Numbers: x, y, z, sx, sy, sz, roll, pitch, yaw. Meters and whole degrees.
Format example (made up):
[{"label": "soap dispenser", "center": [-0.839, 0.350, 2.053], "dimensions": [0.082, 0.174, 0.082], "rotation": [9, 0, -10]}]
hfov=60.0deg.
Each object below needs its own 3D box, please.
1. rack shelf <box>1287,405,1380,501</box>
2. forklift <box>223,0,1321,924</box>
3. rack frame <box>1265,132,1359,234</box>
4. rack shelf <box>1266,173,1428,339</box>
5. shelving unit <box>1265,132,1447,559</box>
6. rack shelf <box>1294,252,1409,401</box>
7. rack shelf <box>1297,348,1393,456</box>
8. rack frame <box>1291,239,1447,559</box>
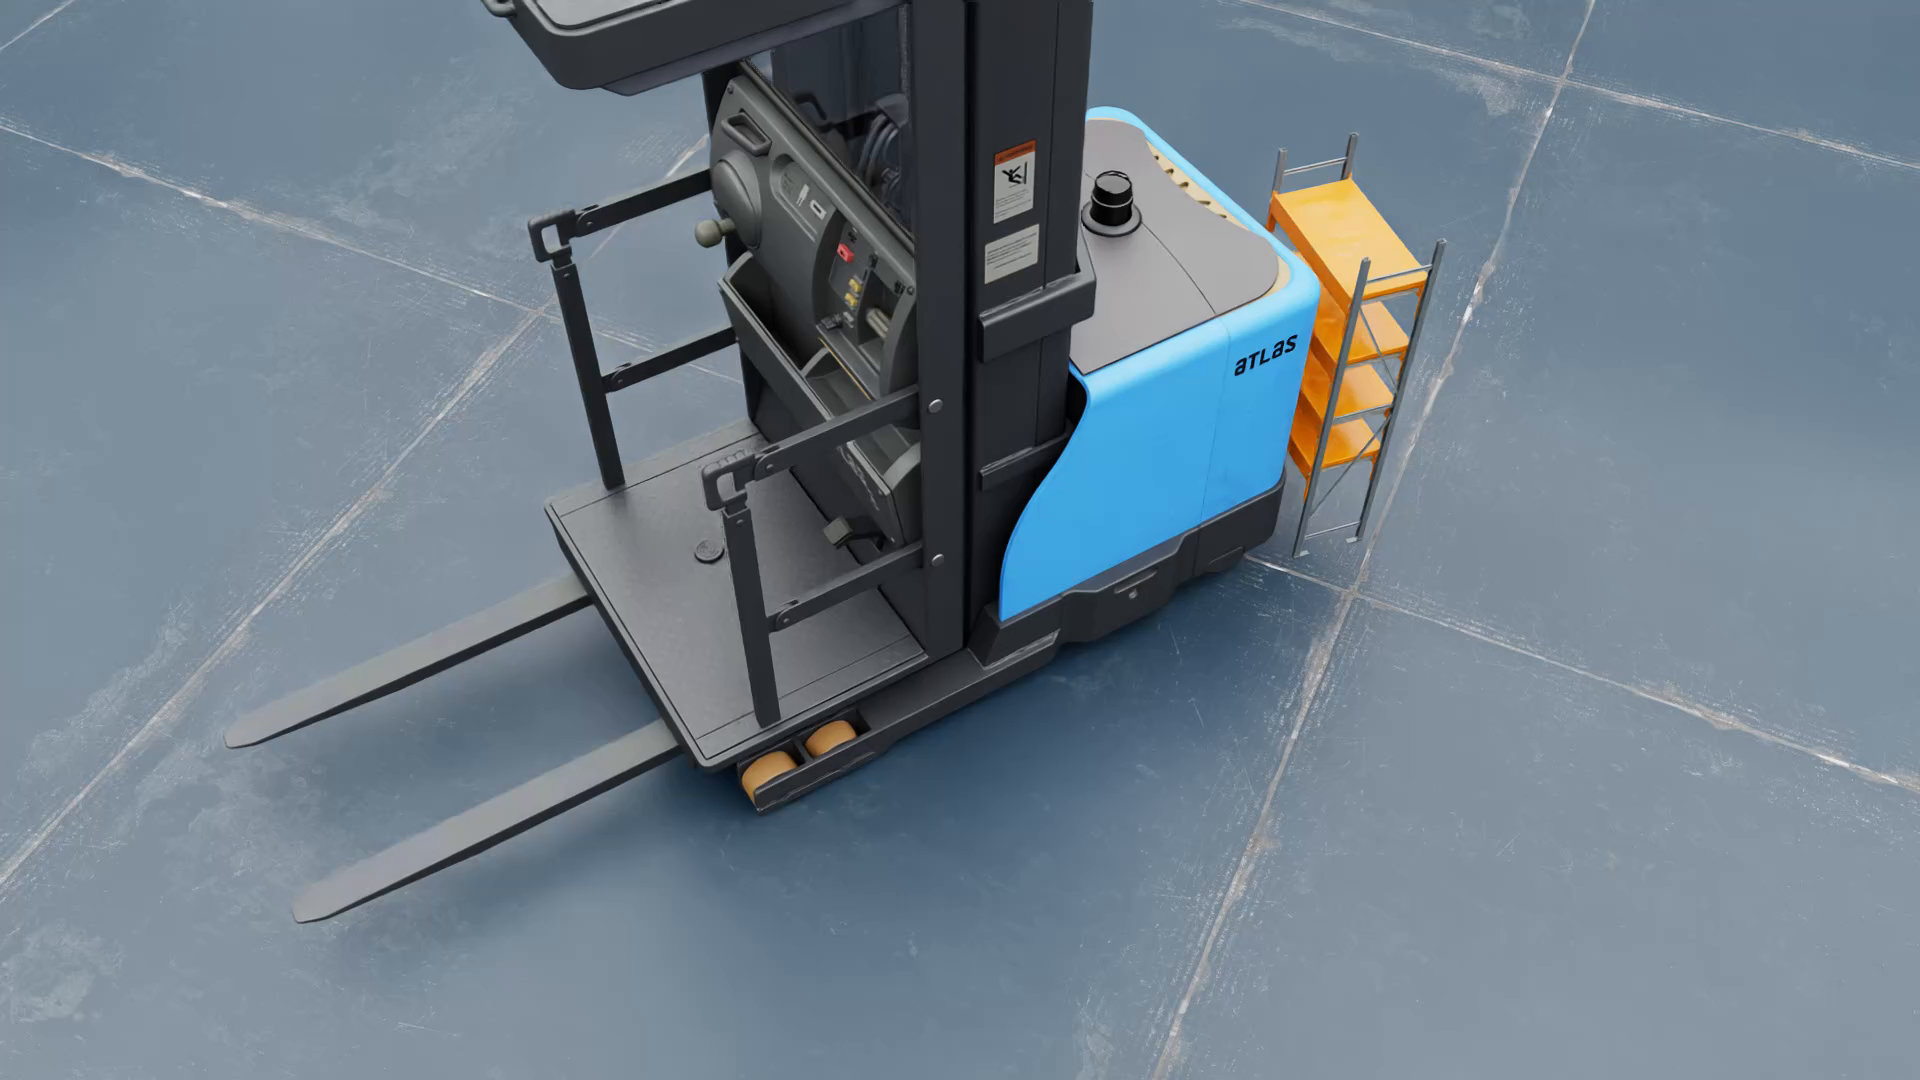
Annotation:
[{"label": "rack shelf", "center": [1.075, -0.368, 5.124], "dimensions": [0.258, 0.148, 0.480], "rotation": [-15, 51, -12]}, {"label": "forklift", "center": [-0.539, -0.670, 3.896], "dimensions": [3.031, 2.935, 1.130], "rotation": [-25, 54, -20]}, {"label": "rack frame", "center": [0.996, -0.716, 5.071], "dimensions": [0.240, 1.200, 0.015], "rotation": [-15, 51, -12]}, {"label": "rack shelf", "center": [1.075, -0.795, 4.622], "dimensions": [0.258, 0.148, 0.480], "rotation": [-15, 51, -12]}, {"label": "shelving unit", "center": [1.075, -0.540, 4.922], "dimensions": [0.258, 1.200, 0.503], "rotation": [-15, 51, -12]}, {"label": "rack shelf", "center": [1.075, -0.641, 4.803], "dimensions": [0.258, 0.148, 0.480], "rotation": [-15, 51, -12]}, {"label": "rack shelf", "center": [1.075, -0.497, 4.973], "dimensions": [0.258, 0.148, 0.480], "rotation": [-15, 51, -12]}, {"label": "rack frame", "center": [1.154, -0.364, 4.772], "dimensions": [0.240, 1.200, 0.015], "rotation": [-15, 51, -12]}]
